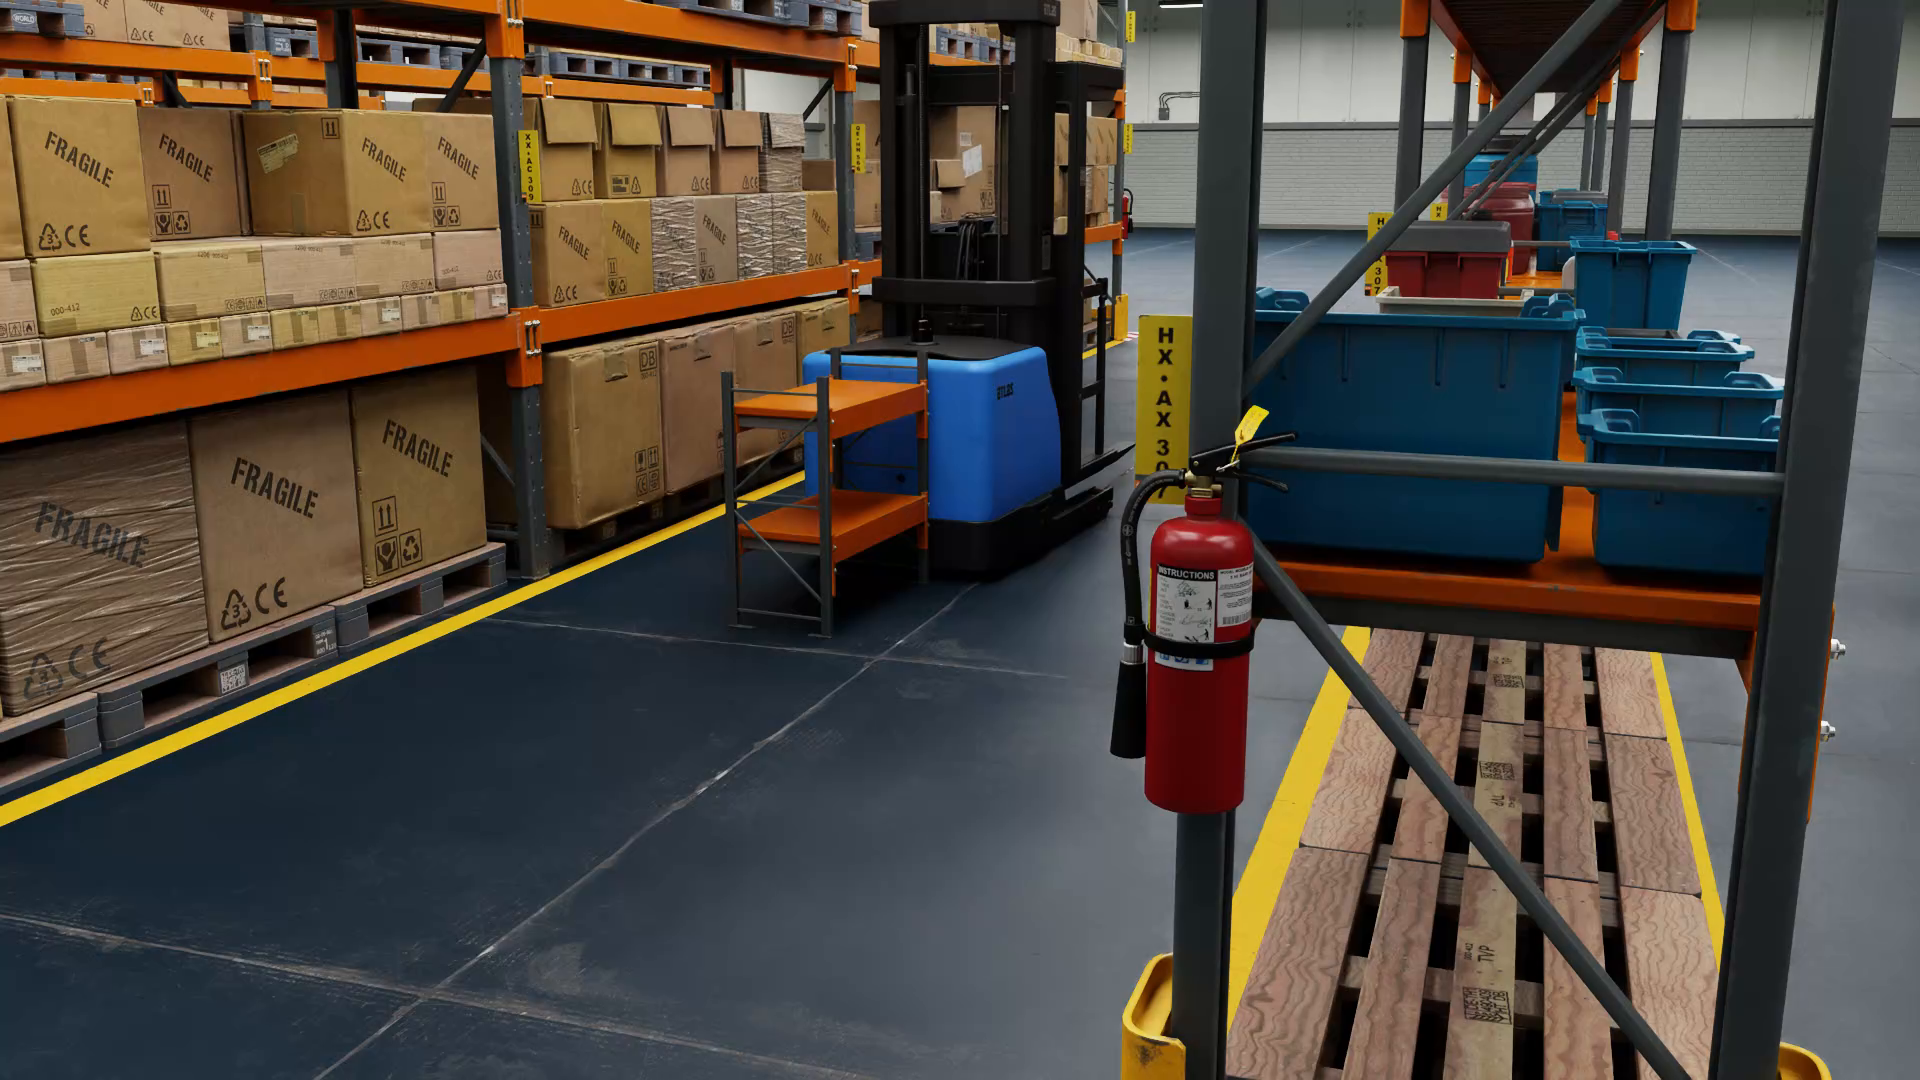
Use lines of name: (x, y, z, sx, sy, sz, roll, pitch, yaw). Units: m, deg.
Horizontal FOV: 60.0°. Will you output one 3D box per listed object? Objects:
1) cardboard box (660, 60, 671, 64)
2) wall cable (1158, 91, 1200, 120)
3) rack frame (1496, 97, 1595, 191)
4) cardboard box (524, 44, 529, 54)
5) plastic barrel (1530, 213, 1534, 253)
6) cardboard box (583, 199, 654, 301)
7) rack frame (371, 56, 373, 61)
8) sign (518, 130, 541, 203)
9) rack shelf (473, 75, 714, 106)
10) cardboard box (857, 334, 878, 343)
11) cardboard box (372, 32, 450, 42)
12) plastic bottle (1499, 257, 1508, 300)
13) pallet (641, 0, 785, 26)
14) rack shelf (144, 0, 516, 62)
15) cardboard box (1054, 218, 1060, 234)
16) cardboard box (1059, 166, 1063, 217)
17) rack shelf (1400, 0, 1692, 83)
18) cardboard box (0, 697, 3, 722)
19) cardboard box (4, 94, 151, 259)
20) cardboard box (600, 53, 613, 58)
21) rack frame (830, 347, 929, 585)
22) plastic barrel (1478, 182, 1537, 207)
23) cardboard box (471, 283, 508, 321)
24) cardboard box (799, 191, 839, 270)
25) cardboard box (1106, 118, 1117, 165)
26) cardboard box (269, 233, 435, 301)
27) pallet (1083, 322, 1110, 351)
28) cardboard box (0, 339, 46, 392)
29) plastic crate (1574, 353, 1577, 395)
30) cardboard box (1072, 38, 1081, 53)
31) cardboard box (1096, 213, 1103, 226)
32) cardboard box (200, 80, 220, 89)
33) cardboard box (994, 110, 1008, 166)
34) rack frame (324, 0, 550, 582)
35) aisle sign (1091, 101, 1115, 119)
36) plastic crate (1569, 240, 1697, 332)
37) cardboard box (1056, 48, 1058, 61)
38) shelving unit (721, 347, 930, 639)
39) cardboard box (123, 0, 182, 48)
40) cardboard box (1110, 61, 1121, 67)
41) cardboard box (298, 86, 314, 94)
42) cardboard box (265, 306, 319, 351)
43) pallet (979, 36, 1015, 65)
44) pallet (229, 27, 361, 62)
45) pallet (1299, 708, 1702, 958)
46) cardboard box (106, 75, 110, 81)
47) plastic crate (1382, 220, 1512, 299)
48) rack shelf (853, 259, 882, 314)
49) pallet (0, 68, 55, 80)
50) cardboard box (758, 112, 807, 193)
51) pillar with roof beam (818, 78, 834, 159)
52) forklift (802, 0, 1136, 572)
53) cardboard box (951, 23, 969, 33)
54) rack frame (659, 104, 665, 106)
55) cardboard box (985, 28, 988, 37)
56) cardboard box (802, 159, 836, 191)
cardboard box: (-3.490, -5.442, 18.744, 0.380, 0.149, 0.250, 4, 14, 19)
wall cable: (7.104, -15.558, 49.285, 2.305, 6.003, 0.169, 4, 14, 18)
rack frame: (6.055, -3.475, 17.473, 1.000, 3.000, 0.127, 4, 14, 18)
cardboard box: (-4.690, -5.114, 17.309, 0.380, 0.149, 0.250, 5, 14, 19)
plastic barrel: (3.597, -2.077, 11.097, 0.421, 0.512, 0.421, 0, 13, 0)
cardboard box: (-1.967, -1.539, 8.764, 0.500, 0.500, 0.500, 4, 14, 18)
rack frame: (-8.008, -7.470, 21.494, 1.000, 3.000, 0.127, 4, 14, 18)
sign: (-1.989, -1.726, 7.686, 0.100, 0.325, 0.005, 4, 14, 18)
rack shelf: (-3.939, -4.901, 18.594, 1.077, 0.370, 4.000, 4, 14, 18)
cardboard box: (-1.022, -1.286, 12.509, 0.700, 0.500, 0.500, 4, 13, 15)
cardboard box: (-4.945, -4.655, 14.935, 0.500, 0.311, 0.500, 4, 13, 16)
plastic bottle: (2.704, -1.391, 8.452, 0.144, 0.351, 0.185, 4, 14, 18)
pallet: (-1.737, -3.143, 9.699, 1.003, 0.211, 1.213, 5, 14, 21)
rack shelf: (-3.161, -1.996, 5.867, 1.077, 0.370, 4.000, 4, 14, 18)
cardboard box: (0.768, -3.100, 16.394, 0.380, 0.149, 0.250, 4, 14, 18)
cardboard box: (0.540, -3.489, 16.640, 0.875, 0.500, 0.500, 4, 14, 18)
rack shelf: (2.820, -2.481, 7.994, 1.077, 0.370, 4.000, 4, 14, 18)
cardboard box: (-3.677, 0.228, 5.081, 0.875, 0.875, 0.875, 4, 14, 18)
cardboard box: (-3.074, -1.197, 5.474, 0.500, 0.500, 0.500, 4, 13, 17)
cardboard box: (-3.901, -5.173, 17.568, 0.380, 0.149, 0.250, 4, 13, 18)
rack frame: (-0.387, -0.357, 8.024, 0.500, 1.125, 0.032, 5, 14, 22)
plastic barrel: (4.244, -2.514, 12.954, 0.433, 0.535, 0.433, 0, 13, 0)
cardboard box: (-2.303, -1.095, 7.609, 0.380, 0.149, 0.250, 4, 14, 19)
cardboard box: (-1.145, -2.074, 11.111, 0.500, 0.500, 0.500, 5, 14, 20)
cardboard box: (1.424, -4.379, 18.294, 0.500, 0.500, 0.500, 4, 14, 18)
cardboard box: (-2.574, -1.156, 6.981, 0.500, 0.250, 0.500, 5, 14, 20)
pallet: (1.048, -2.288, 18.537, 1.003, 0.211, 1.213, 4, 14, 18)
cardboard box: (-3.134, -0.555, 5.241, 0.380, 0.149, 0.250, 4, 13, 18)
plastic crate: (1.893, -0.461, 4.724, 0.293, 0.136, 0.466, 4, 14, 18)
cardboard box: (1.013, -5.007, 16.883, 0.380, 0.149, 0.250, 4, 13, 16)
cardboard box: (1.358, -3.525, 18.258, 0.380, 0.149, 0.250, 4, 14, 18)
cardboard box: (-8.738, -5.252, 19.081, 0.380, 0.149, 0.250, 5, 14, 20)
cardboard box: (0.460, -3.747, 15.525, 0.500, 0.500, 0.500, 4, 14, 18)
rack frame: (-2.514, -1.305, 7.965, 1.000, 3.000, 0.127, 4, 14, 18)
aisle sign: (1.672, -5.091, 18.708, 0.394, 0.787, 0.004, 4, 14, 18)
plastic crate: (2.344, -0.847, 5.860, 0.392, 0.384, 0.575, 4, 14, 18)
cardboard box: (0.629, -4.567, 15.852, 0.500, 0.250, 0.500, 4, 14, 18)
shelving unit: (-0.583, -0.253, 7.567, 0.538, 1.125, 1.048, 5, 14, 22)
cardboard box: (-5.974, -3.792, 11.896, 0.500, 0.500, 0.500, 4, 14, 18)
cardboard box: (1.453, -5.101, 18.193, 0.500, 0.250, 0.500, 5, 14, 20)
cardboard box: (-8.208, -5.577, 20.506, 0.380, 0.149, 0.250, 4, 14, 18)
cardboard box: (-2.718, -0.824, 6.423, 0.380, 0.149, 0.250, 4, 13, 17)
pallet: (-0.226, -4.238, 14.496, 1.213, 0.211, 1.003, 4, 14, 18)
pallet: (-5.722, -4.035, 13.611, 1.213, 0.211, 1.003, 5, 14, 21)
pallet: (1.578, 0.826, 4.893, 1.003, 0.211, 1.213, 4, 14, 18)
cardboard box: (-9.490, -5.131, 18.553, 0.380, 0.149, 0.250, 4, 14, 19)
plastic crate: (1.646, -0.839, 5.645, 0.402, 0.464, 0.583, 4, 14, 18)
rack shelf: (-0.573, -2.218, 13.580, 1.077, 0.370, 4.000, 4, 14, 18)
pallet: (-9.936, -4.733, 16.665, 1.213, 0.211, 1.003, 4, 14, 18)
cardboard box: (-1.472, -2.532, 10.863, 0.797, 0.503, 0.637, 5, 14, 20)
pillar with roof beam: (-0.004, -13.752, 49.014, 9.100, 9.000, 0.548, 4, 14, 18)
forklift: (0.240, -1.557, 9.223, 1.130, 2.935, 3.031, 5, 14, 22)
cardboard box: (-0.135, -4.386, 14.081, 0.396, 0.266, 0.258, 5, 14, 20)
rack frame: (-3.292, -4.210, 20.693, 1.000, 3.000, 0.127, 4, 14, 18)
cardboard box: (0.079, -4.712, 15.592, 0.380, 0.149, 0.250, 5, 14, 19)
cardboard box: (-1.083, -2.517, 12.108, 0.500, 0.500, 0.500, 3, 13, 11)
